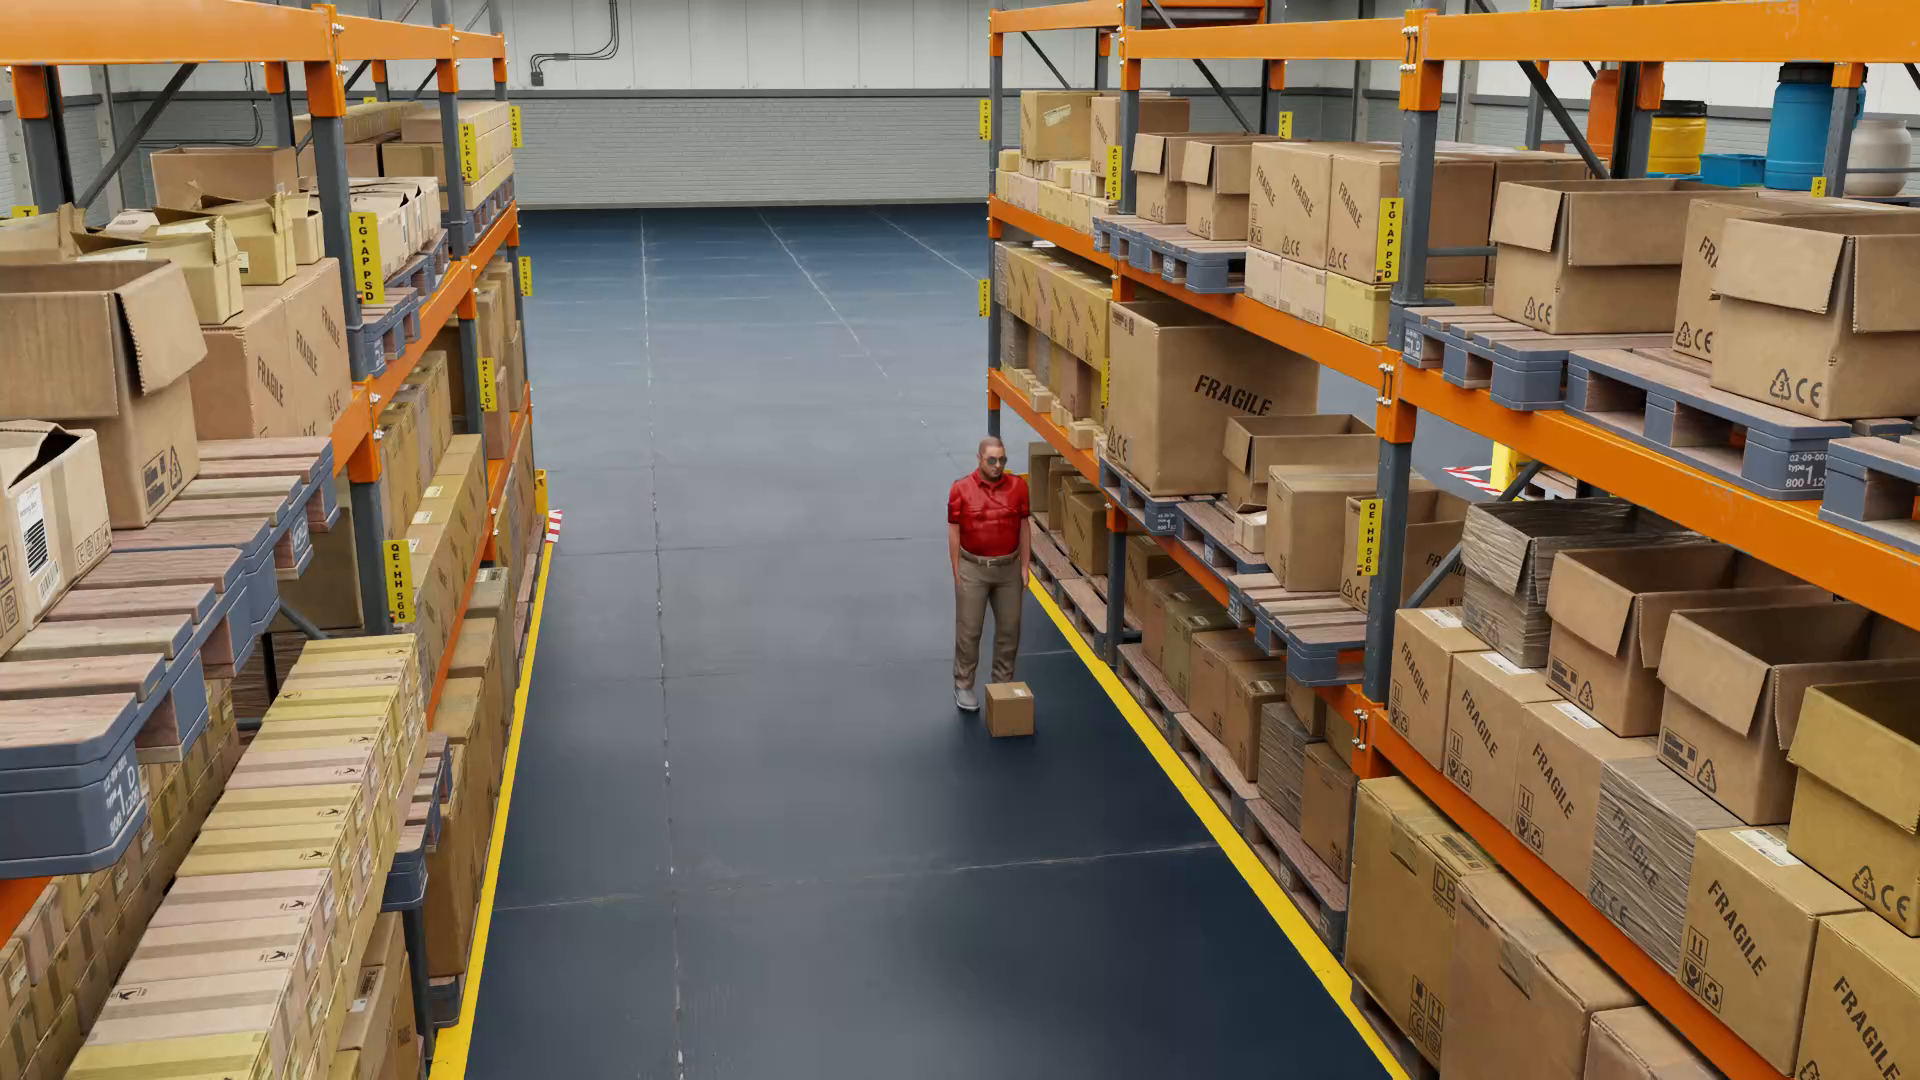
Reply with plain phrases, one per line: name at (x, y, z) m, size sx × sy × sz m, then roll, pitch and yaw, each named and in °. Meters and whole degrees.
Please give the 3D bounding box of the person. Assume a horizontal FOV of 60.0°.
person at (0.198, 0.204, 10.386) m, size 0.528 × 1.724 × 0.360 m, roll -4°, pitch 17°, yaw -13°
